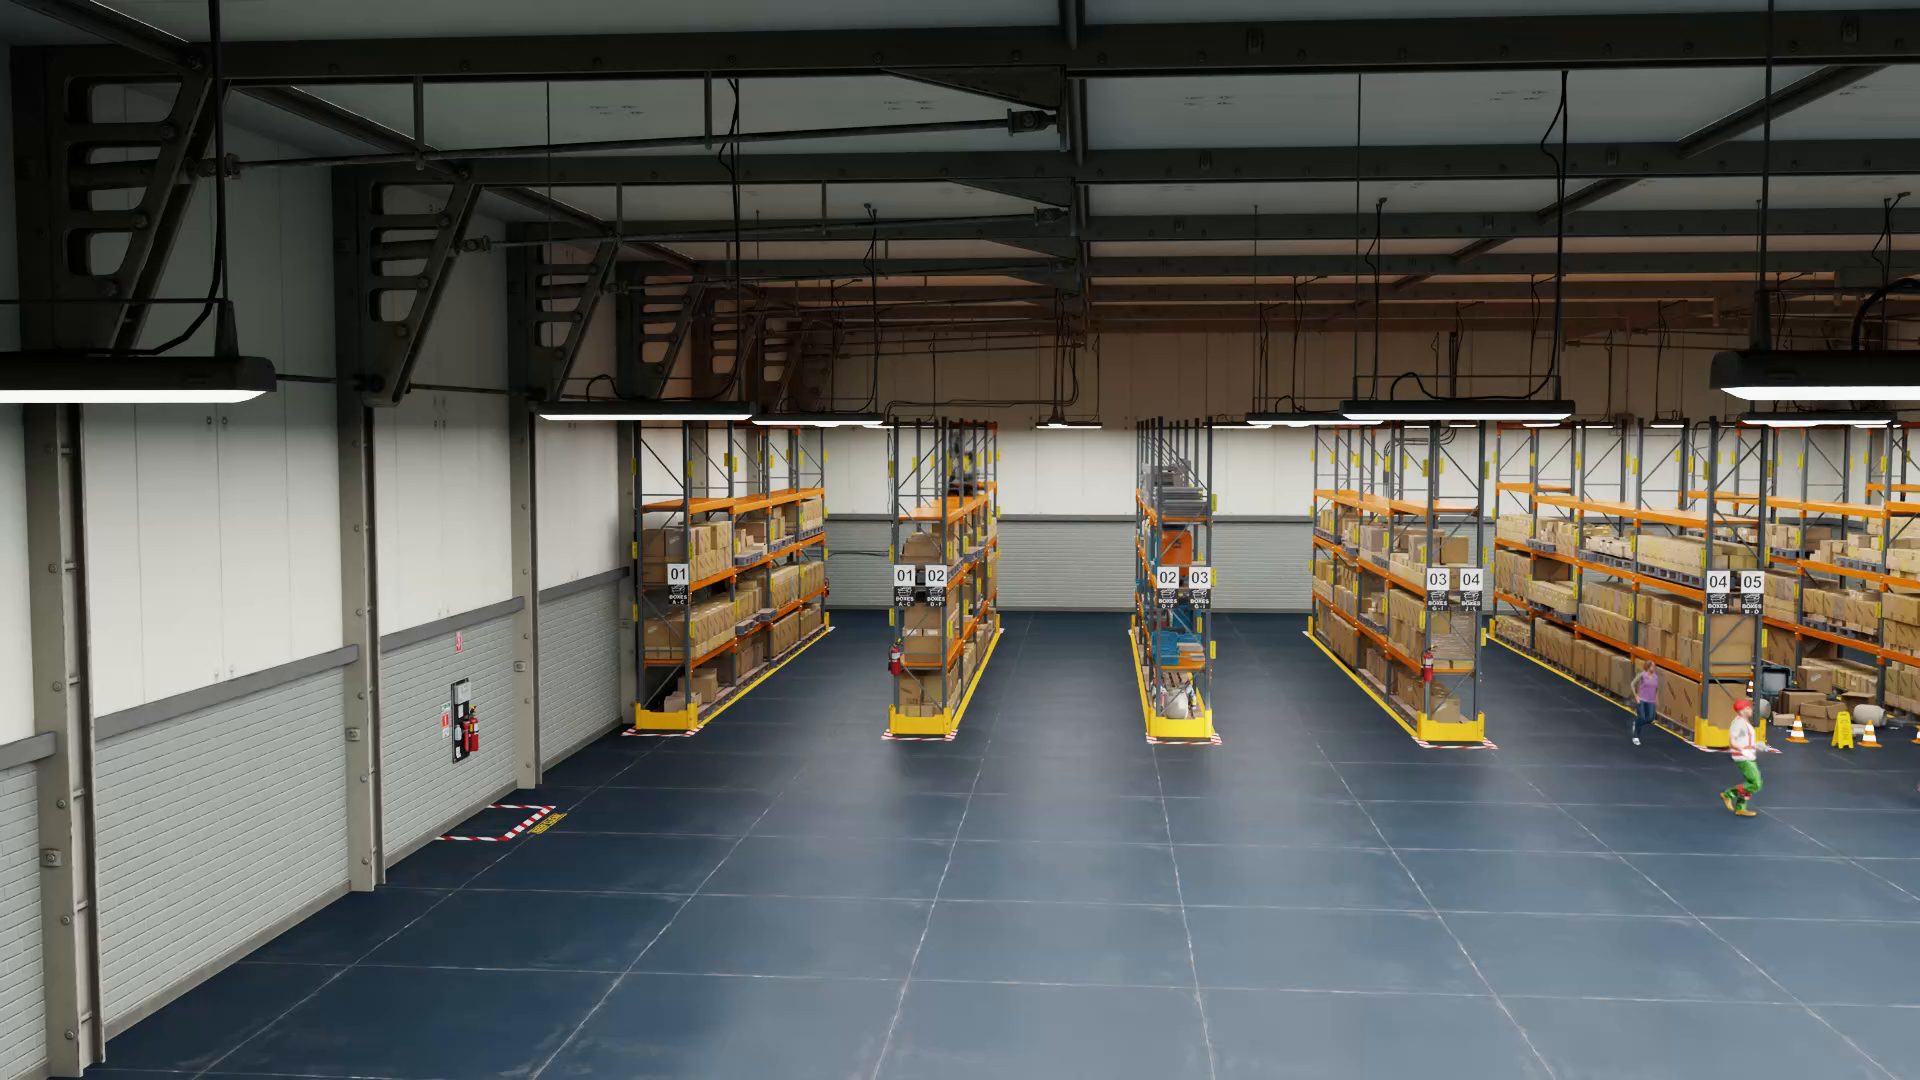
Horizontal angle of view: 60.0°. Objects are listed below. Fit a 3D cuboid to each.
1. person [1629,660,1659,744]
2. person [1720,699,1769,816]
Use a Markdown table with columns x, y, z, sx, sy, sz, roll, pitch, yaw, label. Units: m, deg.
| x | y | z | sx | sy | sz | roll | pitch | yaw | label |
| --- | --- | --- | --- | --- | --- | --- | --- | --- | --- |
| 12.597 | 2.970 | 30.609 | 0.582 | 1.539 | 0.509 | 0 | 4 | -6 | person |
| 11.657 | 3.236 | 24.707 | 0.610 | 1.737 | 0.651 | 2 | 4 | 31 | person |
